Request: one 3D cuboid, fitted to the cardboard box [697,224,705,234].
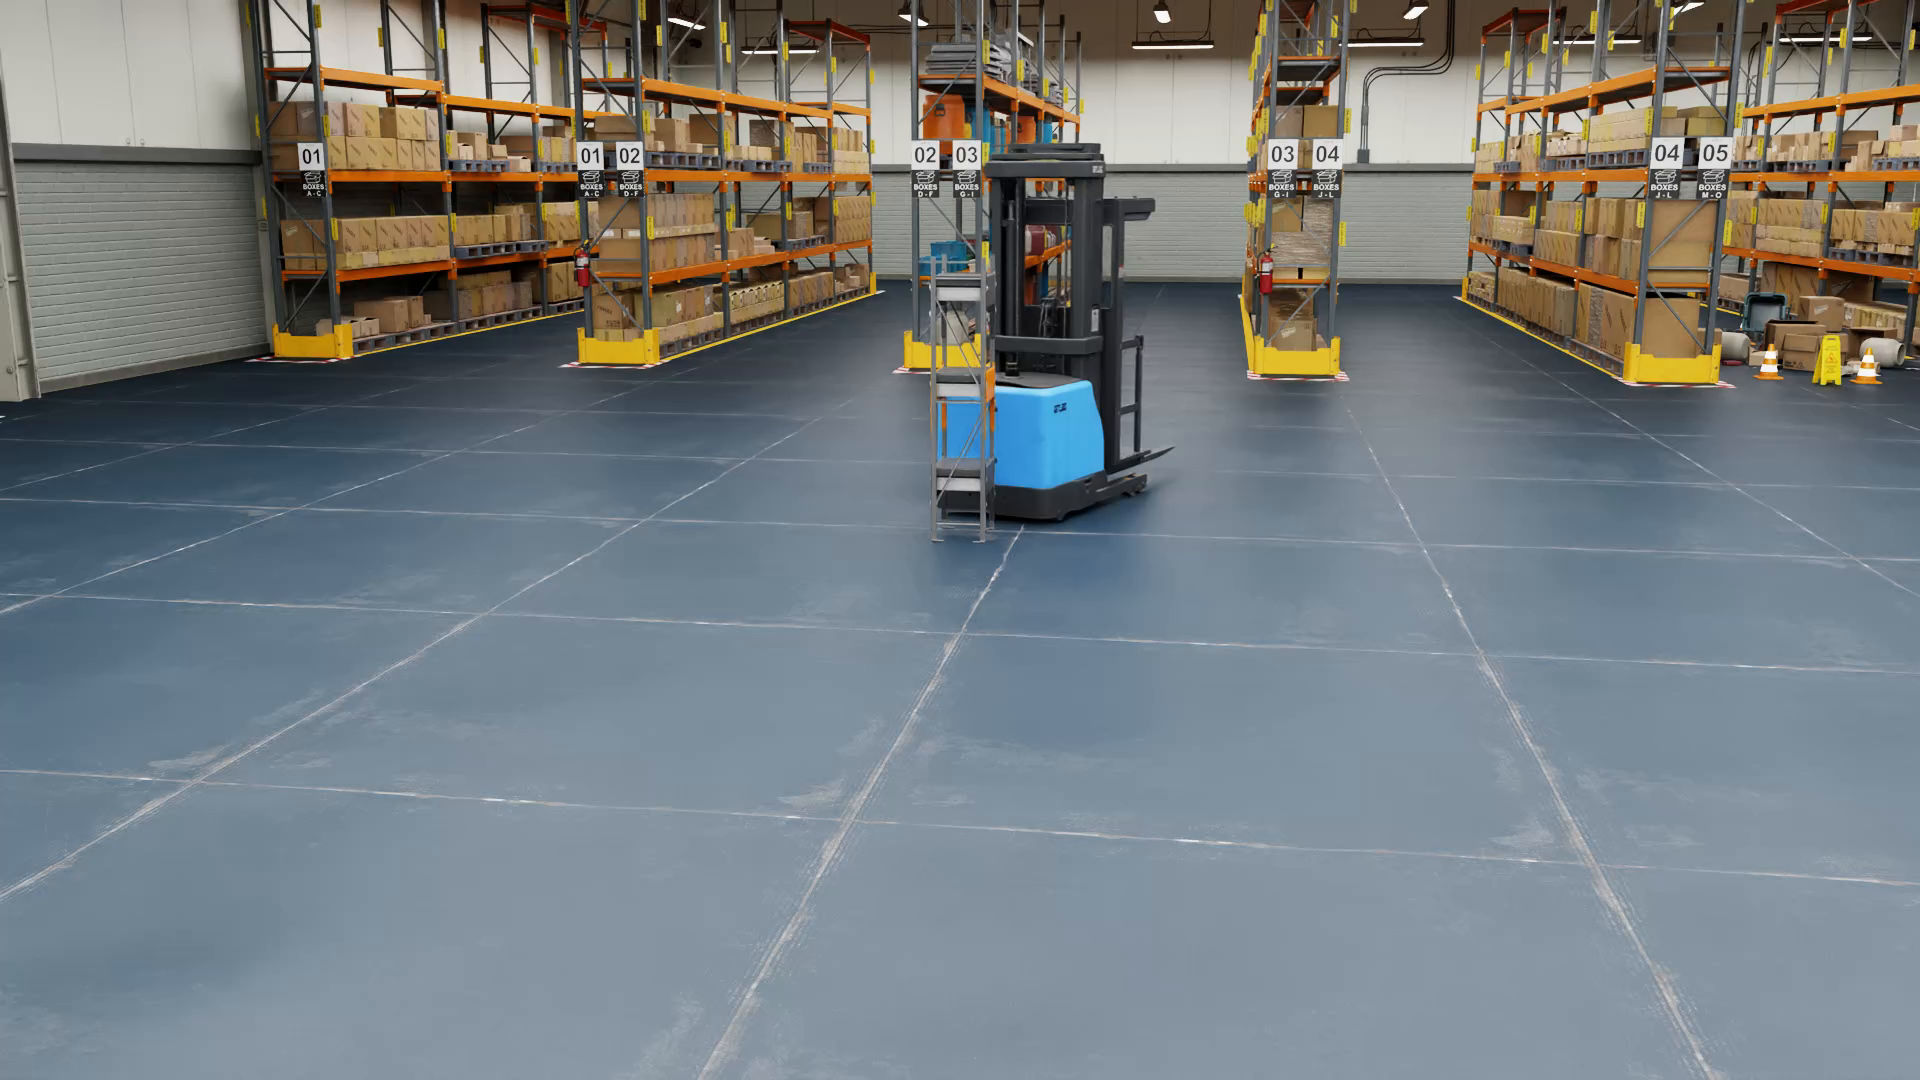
[{"bbox_3d":[-4.408,-5.099,27.256,0.380,0.149,0.250,2,12,9],"label":"cardboard box"}]

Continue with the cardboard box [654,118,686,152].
[{"bbox_3d":[-4.551,-6.250,25.690,0.500,0.500,0.500,2,12,9],"label":"cardboard box"}]

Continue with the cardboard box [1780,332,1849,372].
[{"bbox_3d":[12.272,-2.709,23.870,0.797,0.503,0.637,-7,14,-30],"label":"cardboard box"}]

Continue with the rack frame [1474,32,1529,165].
[{"bbox_3d":[12.058,-9.884,36.999,1.000,3.000,0.127,2,12,9],"label":"rack frame"}]

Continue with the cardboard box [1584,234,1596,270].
[{"bbox_3d":[10.167,-4.450,25.666,0.875,0.550,0.550,2,12,9],"label":"cardboard box"}]

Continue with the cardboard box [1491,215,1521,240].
[{"bbox_3d":[11.238,-6.423,34.235,0.500,0.500,0.500,2,12,9],"label":"cardboard box"}]

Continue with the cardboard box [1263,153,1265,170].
[{"bbox_3d":[4.768,-5.620,24.686,0.500,0.250,0.500,2,12,8],"label":"cardboard box"}]

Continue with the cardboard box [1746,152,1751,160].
[{"bbox_3d":[16.172,-7.776,33.696,0.380,0.149,0.250,2,12,10],"label":"cardboard box"}]

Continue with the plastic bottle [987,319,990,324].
[{"bbox_3d":[0.510,-3.395,26.549,0.152,0.276,0.135,2,12,10],"label":"plastic bottle"}]

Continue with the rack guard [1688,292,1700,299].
[{"bbox_3d":[16.968,-5.595,37.271,1.175,0.500,0.348,2,12,9],"label":"rack guard"}]

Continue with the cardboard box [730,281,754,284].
[{"bbox_3d":[-4.217,-4.826,31.964,0.500,0.311,0.500,2,12,11],"label":"cardboard box"}]

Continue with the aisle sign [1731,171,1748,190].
[{"bbox_3d":[17.282,-8.088,36.733,0.394,0.787,0.004,2,12,9],"label":"aisle sign"}]

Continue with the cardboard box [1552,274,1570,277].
[{"bbox_3d":[11.173,-4.772,30.673,0.500,0.250,0.500,1,12,6],"label":"cardboard box"}]

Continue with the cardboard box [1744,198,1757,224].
[{"bbox_3d":[16.149,-6.625,33.502,0.500,0.500,0.500,2,12,8],"label":"cardboard box"}]

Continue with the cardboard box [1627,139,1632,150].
[{"bbox_3d":[9.431,-5.458,22.939,0.380,0.149,0.250,2,12,9],"label":"cardboard box"}]

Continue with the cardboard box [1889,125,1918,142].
[{"bbox_3d":[15.217,-6.495,26.564,0.500,0.250,0.500,2,12,10],"label":"cardboard box"}]

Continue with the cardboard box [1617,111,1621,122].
[{"bbox_3d":[9.548,-6.007,23.597,0.380,0.149,0.250,2,12,9],"label":"cardboard box"}]

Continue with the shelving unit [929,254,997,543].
[{"bbox_3d":[0.025,-1.061,12.432,0.431,2.100,0.503,2,12,9],"label":"shelving unit"}]

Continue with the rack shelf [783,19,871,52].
[{"bbox_3d":[-2.923,-11.245,37.129,1.077,0.370,4.000,2,12,9],"label":"rack shelf"}]

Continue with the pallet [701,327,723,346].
[{"bbox_3d":[-4.625,-3.430,27.908,1.003,0.211,1.213,2,12,9],"label":"pallet"}]

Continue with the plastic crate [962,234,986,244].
[{"bbox_3d":[0.205,-4.938,28.135,0.402,0.464,0.583,2,12,9],"label":"plastic crate"}]

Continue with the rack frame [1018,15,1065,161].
[{"bbox_3d":[1.663,-9.394,34.723,1.000,3.000,0.127,2,12,9],"label":"rack frame"}]

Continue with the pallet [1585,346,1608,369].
[{"bbox_3d":[9.833,-2.680,24.429,1.003,0.211,1.213,2,12,9],"label":"pallet"}]

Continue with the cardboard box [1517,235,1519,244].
[{"bbox_3d":[10.489,-5.538,30.671,0.380,0.149,0.250,2,12,8],"label":"cardboard box"}]

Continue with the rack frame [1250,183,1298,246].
[{"bbox_3d":[6.557,-6.301,34.610,1.000,3.000,0.127,2,12,9],"label":"rack frame"}]

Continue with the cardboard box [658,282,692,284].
[{"bbox_3d":[-4.842,-4.099,28.141,0.500,0.500,0.500,2,12,9],"label":"cardboard box"}]

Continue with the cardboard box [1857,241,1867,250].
[{"bbox_3d":[15.313,-4.945,27.920,0.380,0.149,0.250,3,12,12],"label":"cardboard box"}]

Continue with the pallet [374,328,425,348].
[{"bbox_3d":[-9.610,-3.358,27.575,1.003,0.211,1.213,2,12,9],"label":"pallet"}]

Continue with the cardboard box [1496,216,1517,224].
[{"bbox_3d":[10.891,-6.367,33.105,0.380,0.149,0.250,2,12,10],"label":"cardboard box"}]

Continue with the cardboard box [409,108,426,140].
[{"bbox_3d":[-9.240,-6.903,27.624,0.500,0.500,0.500,3,12,12],"label":"cardboard box"}]

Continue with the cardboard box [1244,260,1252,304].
[{"bbox_3d":[6.342,-5.148,33.305,1.225,0.875,0.875,1,12,7],"label":"cardboard box"}]

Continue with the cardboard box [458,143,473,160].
[{"bbox_3d":[-9.099,-6.984,29.877,0.500,0.311,0.500,2,12,10],"label":"cardboard box"}]

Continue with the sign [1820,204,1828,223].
[{"bbox_3d":[15.185,-5.730,29.215,0.100,0.325,0.005,2,12,9],"label":"sign"}]

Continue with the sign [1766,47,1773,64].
[{"bbox_3d":[15.805,-9.470,32.480,0.100,0.325,0.005,2,12,9],"label":"sign"}]

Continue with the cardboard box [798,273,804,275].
[{"bbox_3d":[-3.617,-5.412,35.373,0.500,0.500,0.500,2,12,9],"label":"cardboard box"}]

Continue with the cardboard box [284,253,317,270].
[{"bbox_3d":[-10.091,-4.324,25.748,0.500,0.250,0.500,2,12,9],"label":"cardboard box"}]

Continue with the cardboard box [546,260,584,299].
[{"bbox_3d":[-8.357,-5.435,34.699,0.750,0.750,0.750,2,12,8],"label":"cardboard box"}]

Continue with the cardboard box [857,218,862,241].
[{"bbox_3d":[-2.574,-7.190,38.500,0.500,0.500,0.500,2,12,9],"label":"cardboard box"}]

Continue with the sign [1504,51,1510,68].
[{"bbox_3d":[10.909,-9.569,33.128,0.100,0.325,0.005,2,12,9],"label":"sign"}]

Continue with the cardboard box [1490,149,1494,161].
[{"bbox_3d":[11.429,-8.077,34.903,0.500,0.250,0.500,2,12,11],"label":"cardboard box"}]

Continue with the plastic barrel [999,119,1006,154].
[{"bbox_3d":[0.498,-6.893,29.046,0.600,0.901,0.708,2,12,9],"label":"plastic barrel"}]

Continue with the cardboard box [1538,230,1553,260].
[{"bbox_3d":[10.416,-5.145,29.008,0.500,0.500,0.500,2,12,8],"label":"cardboard box"}]

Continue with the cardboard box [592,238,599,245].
[{"bbox_3d":[-7.981,-6.427,35.745,0.380,0.149,0.250,2,12,9],"label":"cardboard box"}]

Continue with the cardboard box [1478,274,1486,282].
[{"bbox_3d":[11.459,-5.682,36.095,0.380,0.149,0.250,2,12,10],"label":"cardboard box"}]

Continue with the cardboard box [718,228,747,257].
[{"bbox_3d":[-4.169,-5.379,30.097,0.500,0.500,0.500,2,12,9],"label":"cardboard box"}]

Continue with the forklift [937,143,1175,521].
[{"bbox_3d":[0.964,-1.845,14.098,1.130,2.935,3.031,7,14,29],"label":"forklift"}]

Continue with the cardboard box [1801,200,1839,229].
[{"bbox_3d":[15.626,-5.908,30.176,0.500,0.500,0.500,2,12,10],"label":"cardboard box"}]

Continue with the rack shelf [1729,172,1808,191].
[{"bbox_3d":[16.657,-7.511,34.812,1.077,0.370,4.000,2,12,9],"label":"rack shelf"}]

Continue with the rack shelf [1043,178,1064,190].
[{"bbox_3d":[1.356,-7.160,33.183,1.077,0.370,4.000,2,12,9],"label":"rack shelf"}]

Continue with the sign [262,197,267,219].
[{"bbox_3d":[-10.517,-5.027,25.201,0.100,0.325,0.005,2,12,9],"label":"sign"}]
